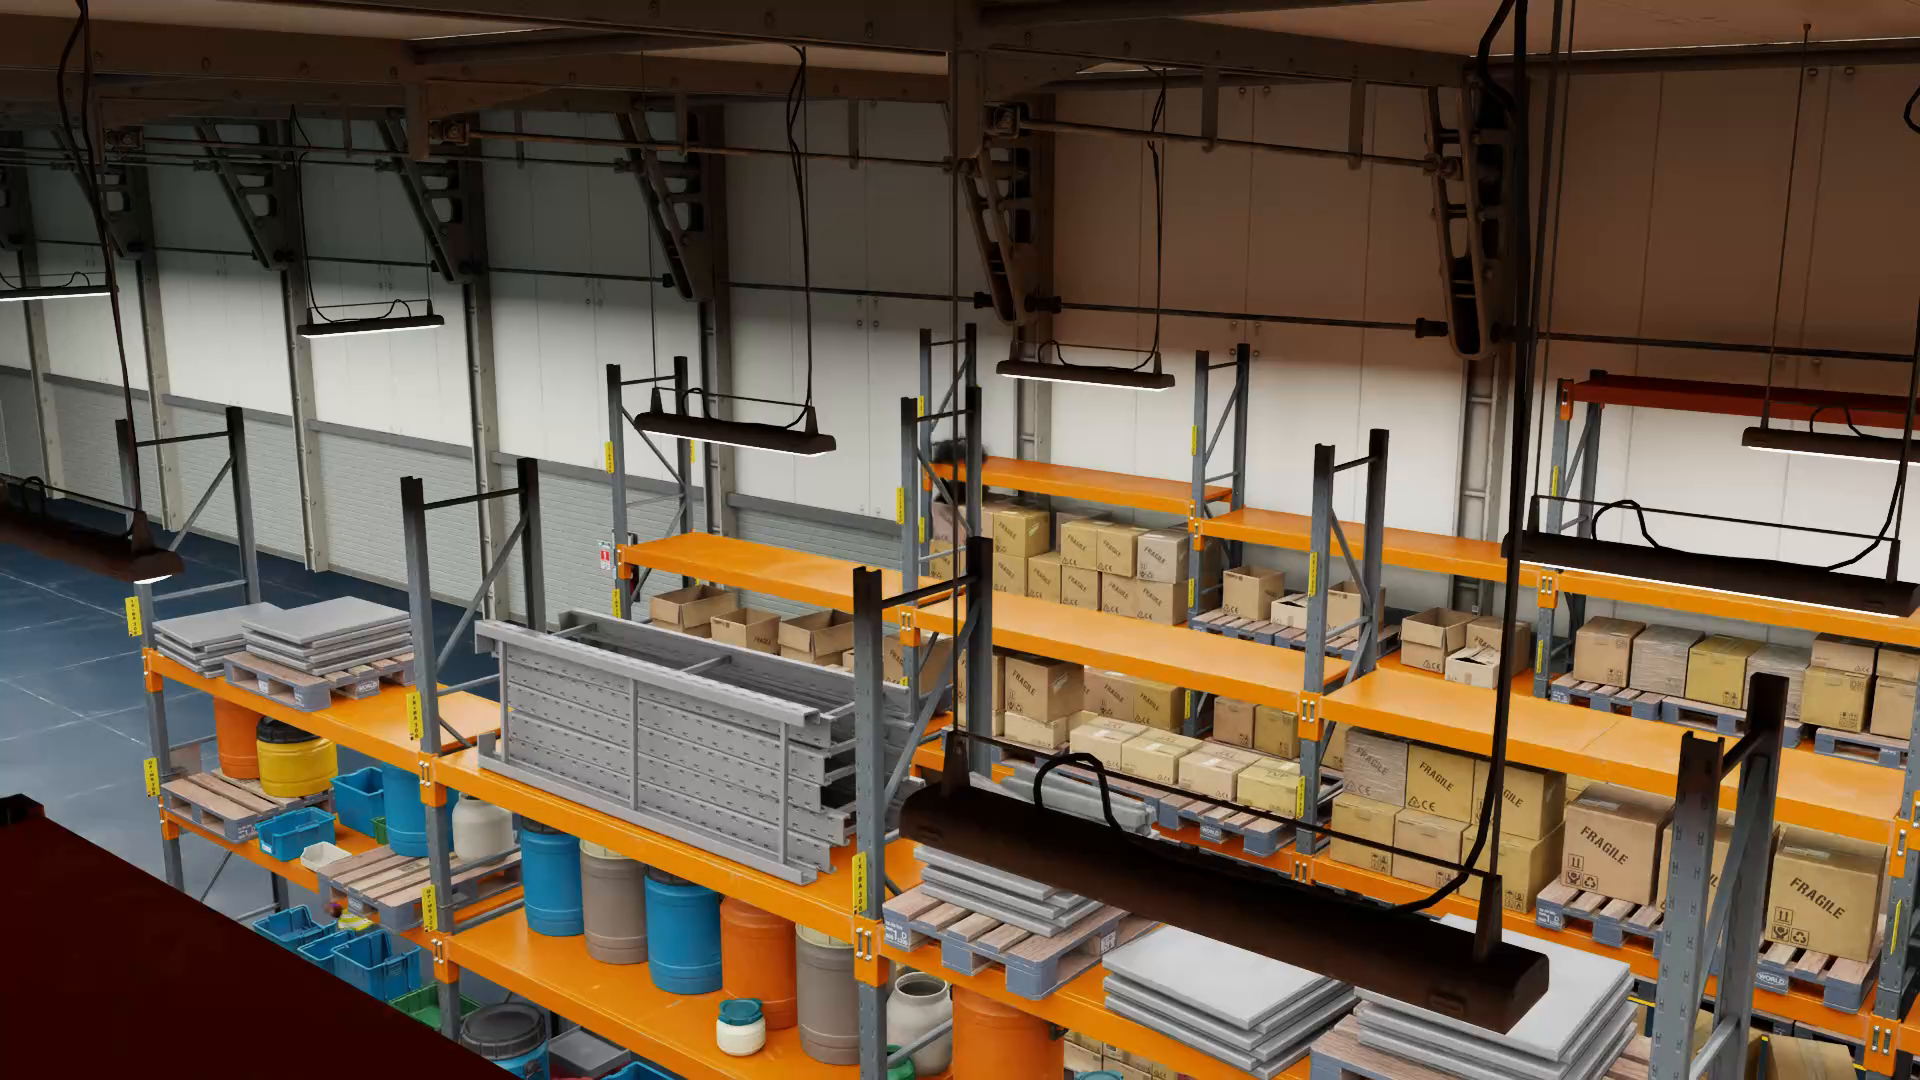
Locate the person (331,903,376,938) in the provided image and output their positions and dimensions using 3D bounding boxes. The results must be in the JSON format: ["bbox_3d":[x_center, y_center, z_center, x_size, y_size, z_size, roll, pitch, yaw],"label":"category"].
[{"bbox_3d":[-5.785,3.692,16.008,0.911,1.748,0.690,4,13,17],"label":"person"}]
